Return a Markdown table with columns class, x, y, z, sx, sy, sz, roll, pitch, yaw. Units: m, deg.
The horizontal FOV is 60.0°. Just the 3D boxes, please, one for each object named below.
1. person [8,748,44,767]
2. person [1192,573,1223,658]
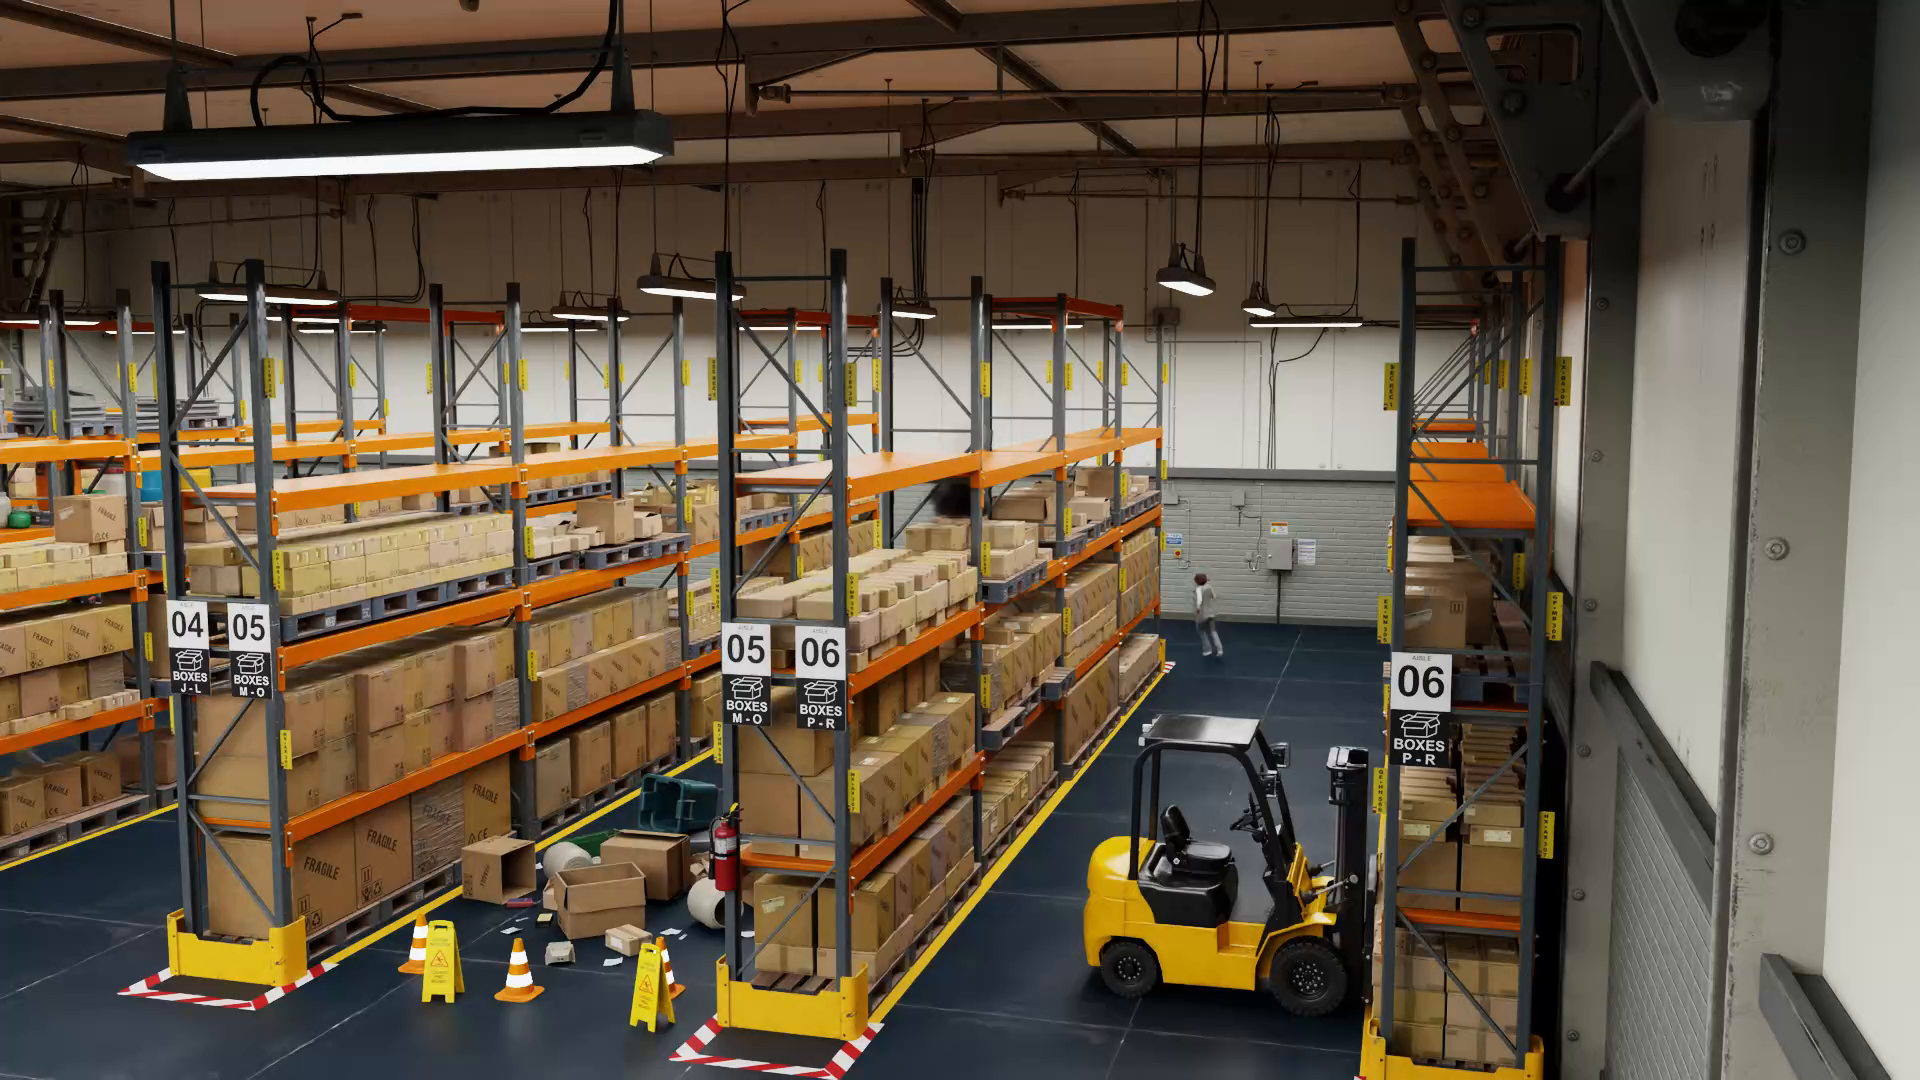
| class | x | y | z | sx | sy | sz | roll | pitch | yaw |
| --- | --- | --- | --- | --- | --- | --- | --- | --- | --- |
| person | -11.427 | 2.180 | 19.905 | 0.662 | 1.792 | 1.049 | 1 | 6 | 5 |
| person | 4.248 | 1.335 | 29.057 | 0.586 | 1.510 | 0.785 | -3 | 7 | -23 |
